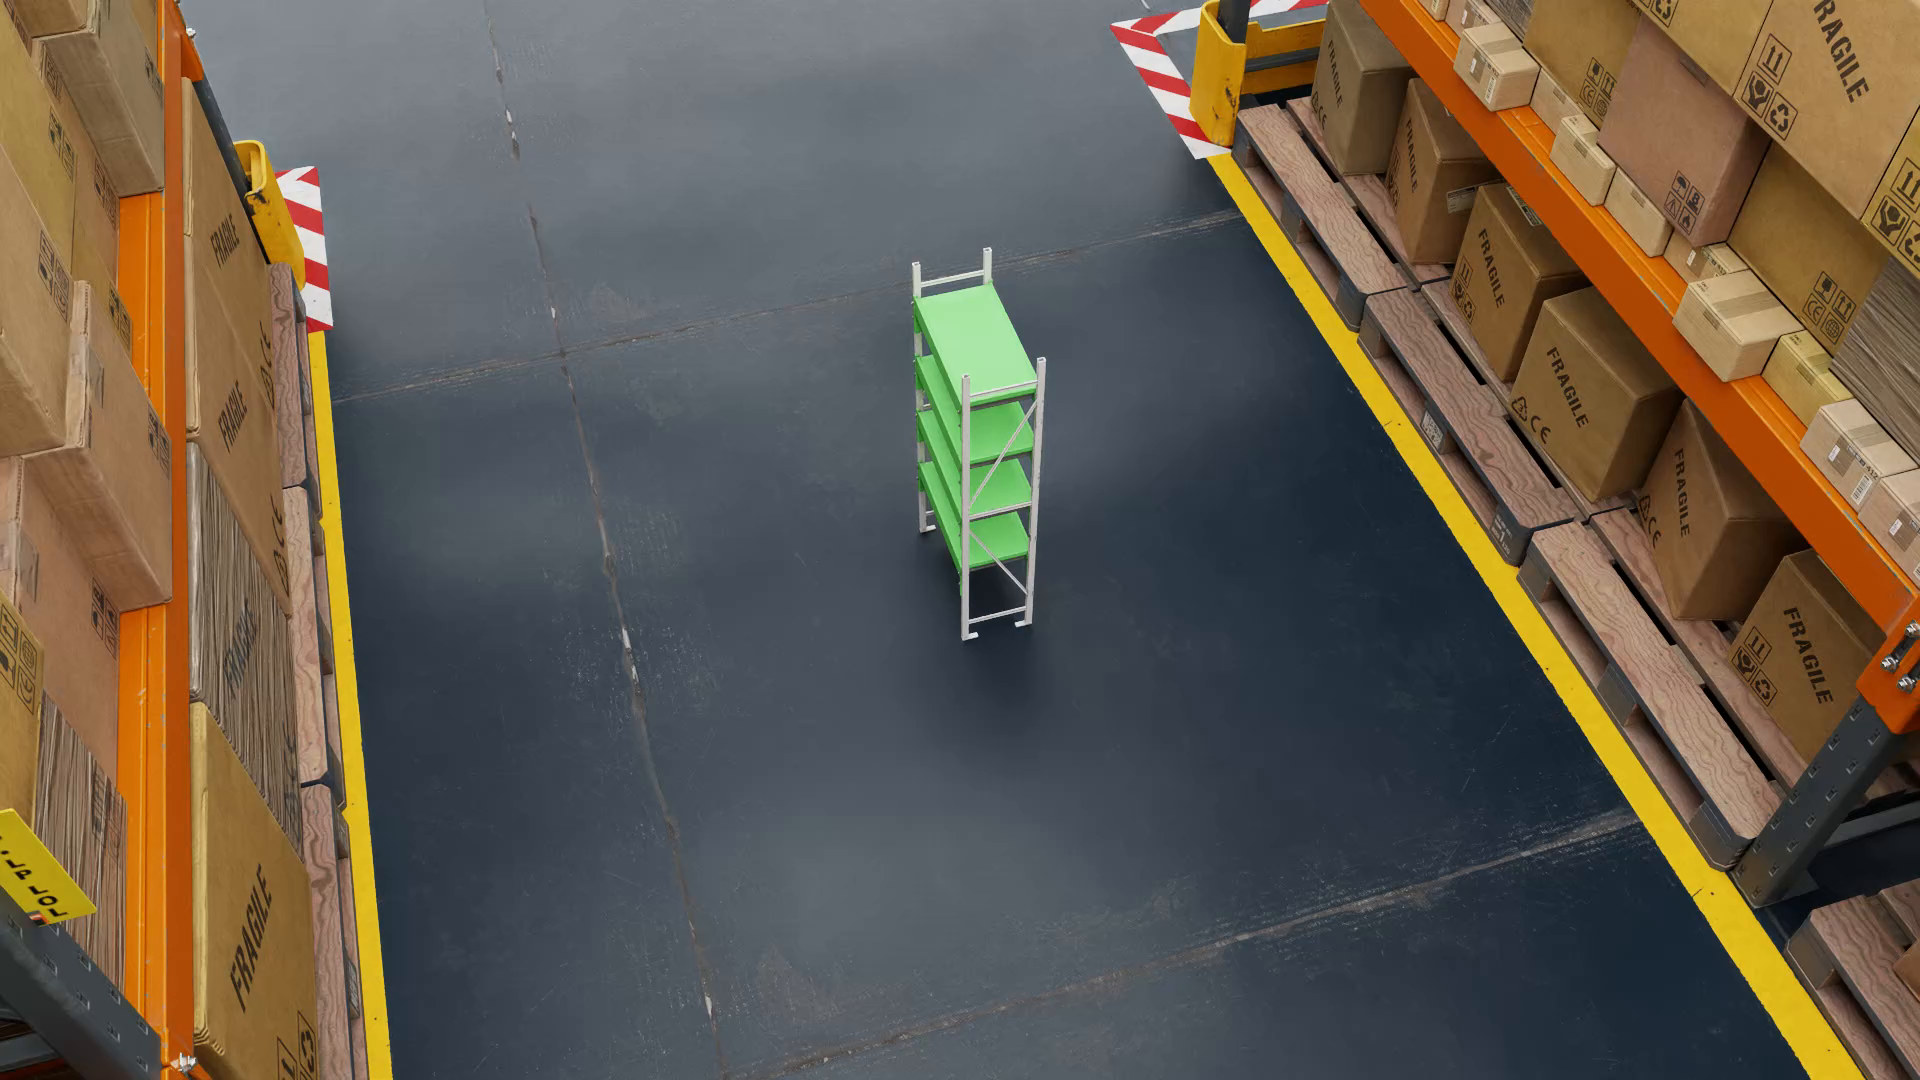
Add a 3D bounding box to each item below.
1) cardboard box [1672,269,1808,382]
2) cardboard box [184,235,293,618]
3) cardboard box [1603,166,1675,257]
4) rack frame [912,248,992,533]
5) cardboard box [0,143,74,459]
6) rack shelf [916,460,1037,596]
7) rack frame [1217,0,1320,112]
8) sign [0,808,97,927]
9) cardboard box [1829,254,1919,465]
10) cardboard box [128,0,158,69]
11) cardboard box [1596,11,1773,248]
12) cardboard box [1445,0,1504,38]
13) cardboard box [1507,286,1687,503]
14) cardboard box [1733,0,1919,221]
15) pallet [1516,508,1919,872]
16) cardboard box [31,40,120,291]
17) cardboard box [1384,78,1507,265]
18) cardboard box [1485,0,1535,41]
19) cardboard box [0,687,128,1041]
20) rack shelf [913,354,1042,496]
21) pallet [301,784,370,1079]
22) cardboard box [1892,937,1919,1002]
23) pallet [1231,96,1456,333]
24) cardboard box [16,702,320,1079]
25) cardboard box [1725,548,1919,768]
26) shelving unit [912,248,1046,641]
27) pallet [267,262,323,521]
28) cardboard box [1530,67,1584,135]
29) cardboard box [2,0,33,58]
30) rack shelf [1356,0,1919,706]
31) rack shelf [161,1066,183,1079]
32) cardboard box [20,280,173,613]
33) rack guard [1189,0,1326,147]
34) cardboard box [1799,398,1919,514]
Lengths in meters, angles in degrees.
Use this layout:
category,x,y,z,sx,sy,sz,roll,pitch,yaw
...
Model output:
category,x,y,z,sx,sy,sz,roll,pitch,yaw
cardboard box,2.160,-0.593,4.452,0.380,0.149,0.250,-13,51,-11
cardboard box,-2.659,-0.247,5.111,0.875,0.875,0.875,-14,51,-12
cardboard box,2.099,-0.979,4.778,0.380,0.149,0.250,-13,51,-11
rack frame,-0.023,-0.444,5.340,0.240,1.200,0.015,-13,51,-11
cardboard box,-2.380,-0.472,3.382,0.875,0.550,0.550,-13,51,-11
rack shelf,0.049,-0.070,5.422,0.258,0.148,0.480,-13,51,-11
rack frame,1.583,-2.967,6.289,1.000,3.000,0.127,-13,51,-11
sign,-1.486,0.525,2.640,0.100,0.325,0.005,-13,51,-11
cardboard box,2.692,-0.516,3.963,0.875,0.500,0.500,-13,51,-11
cardboard box,-3.032,-1.707,5.129,0.875,0.550,0.550,-13,51,-11
cardboard box,2.334,-1.232,4.566,0.875,0.500,0.500,-13,51,-11
cardboard box,1.816,-1.712,5.396,0.380,0.149,0.250,-13,51,-11
cardboard box,2.251,-0.528,5.594,0.500,0.500,0.500,-17,52,-14
cardboard box,2.221,-1.127,3.824,0.500,0.500,0.500,-13,51,-11
pallet,2.534,0.371,5.299,1.003,0.211,1.213,-13,51,-11
cardboard box,-2.803,-0.873,4.426,0.875,0.550,0.550,-13,51,-11
cardboard box,1.961,-1.408,6.335,0.500,0.500,0.500,-2,50,-1
cardboard box,2.089,-1.974,5.192,0.875,0.500,0.500,-13,51,-11
cardboard box,-2.122,0.687,3.111,0.875,0.550,0.550,-13,51,-11
rack shelf,0.049,-0.379,5.055,0.258,0.148,0.480,-13,51,-11
pallet,-2.152,1.328,4.492,1.003,0.211,1.213,-13,51,-11
cardboard box,2.927,1.072,4.232,0.700,0.500,0.500,-17,52,-14
pallet,1.812,-1.411,6.802,1.003,0.211,1.213,-13,51,-11
cardboard box,-2.121,1.077,3.995,0.875,0.875,0.875,-13,51,-10
cardboard box,2.686,0.324,4.875,0.500,0.500,0.500,-15,51,-12
shelving unit,0.049,-0.266,5.189,0.258,1.200,0.503,-13,51,-11
pallet,-2.874,-0.454,5.995,1.003,0.211,1.213,-13,51,-11
cardboard box,1.991,-1.354,5.094,0.380,0.149,0.250,-13,51,-11
cardboard box,-2.825,-1.215,4.008,0.875,0.550,0.550,-13,51,-11
rack shelf,2.175,-1.274,5.333,1.077,0.370,4.000,-13,51,-11
rack shelf,-1.410,2.695,1.987,1.077,0.370,4.000,-13,51,-11
cardboard box,-2.354,-0.130,3.800,0.875,0.550,0.550,-13,51,-11
rack guard,1.606,-2.106,7.198,1.175,0.500,0.348,-13,51,-11
cardboard box,2.357,-0.240,4.154,0.380,0.149,0.250,-13,51,-11
